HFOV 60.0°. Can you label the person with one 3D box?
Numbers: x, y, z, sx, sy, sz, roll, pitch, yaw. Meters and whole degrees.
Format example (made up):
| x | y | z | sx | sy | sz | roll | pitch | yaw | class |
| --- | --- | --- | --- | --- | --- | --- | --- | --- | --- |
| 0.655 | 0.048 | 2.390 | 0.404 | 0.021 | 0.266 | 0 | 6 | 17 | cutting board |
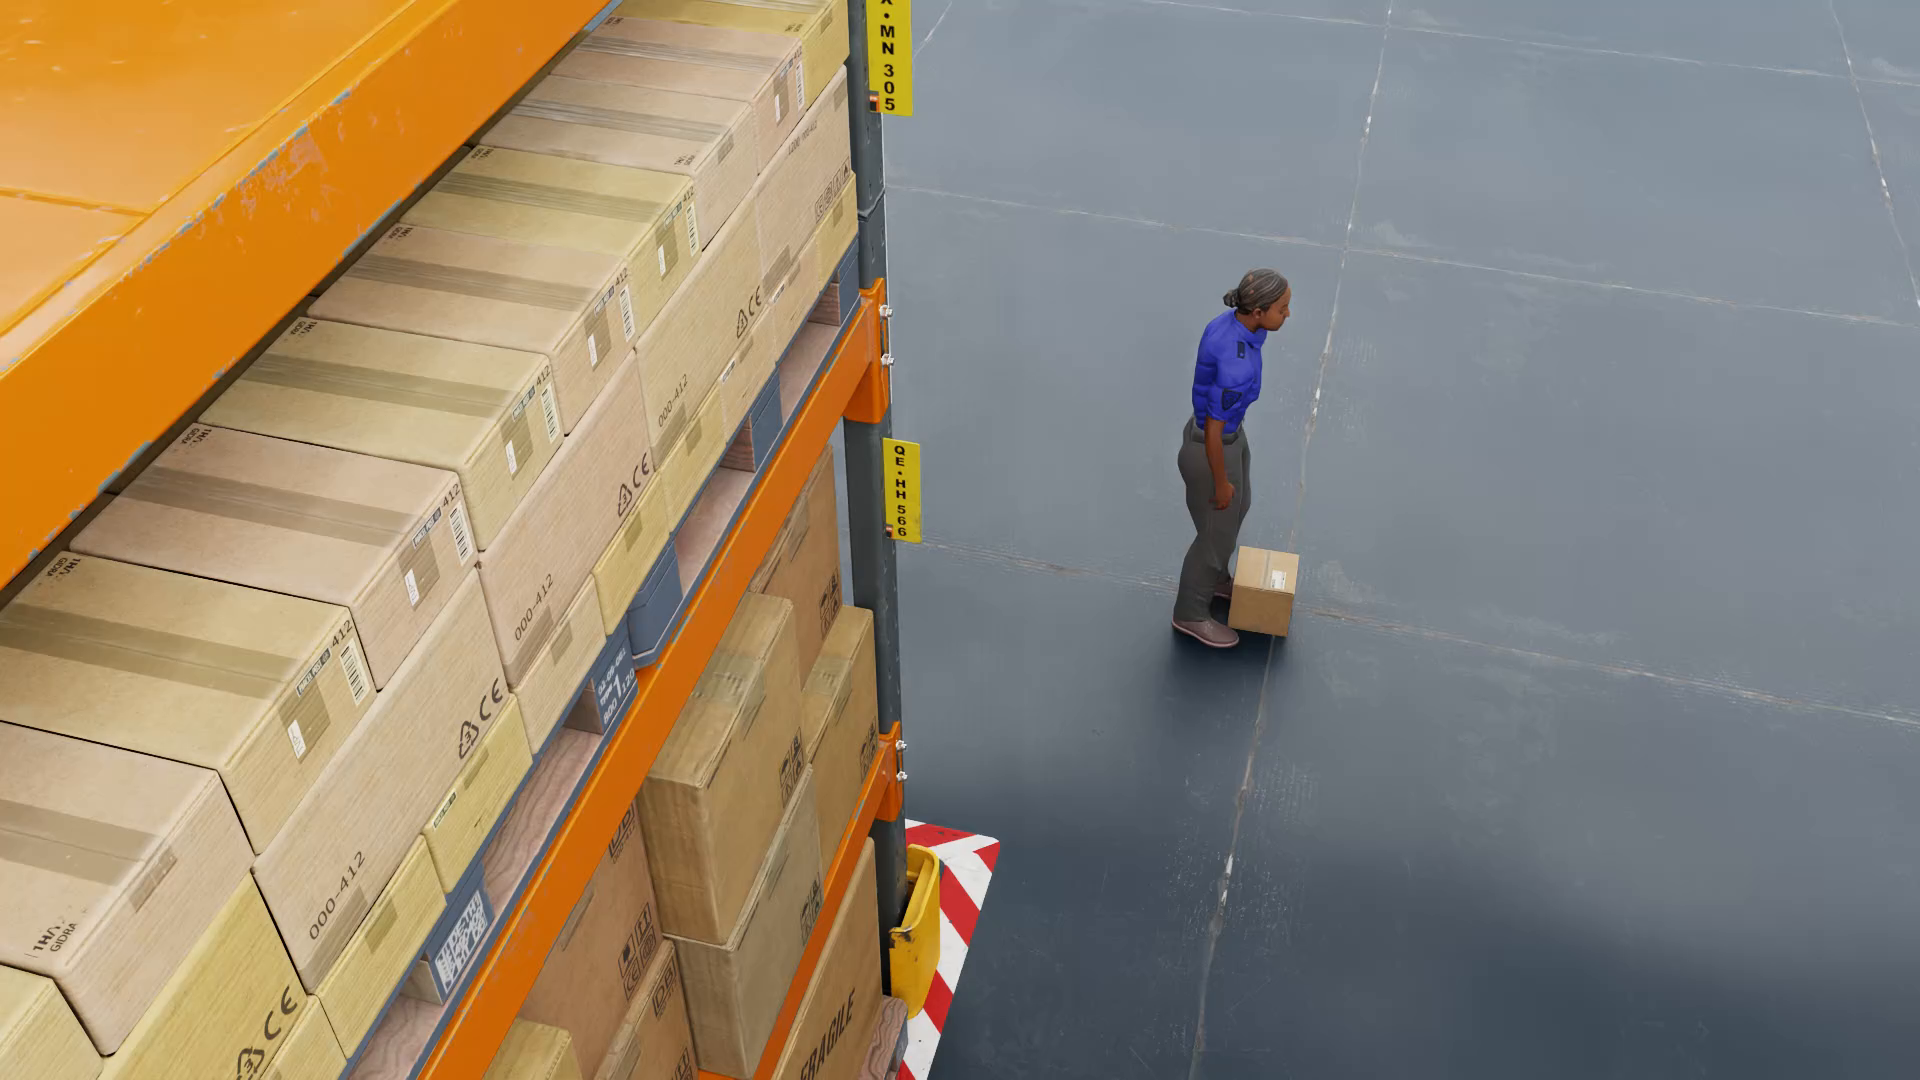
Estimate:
| x | y | z | sx | sy | sz | roll | pitch | yaw | class |
| --- | --- | --- | --- | --- | --- | --- | --- | --- | --- |
| 1.067 | -0.342 | 6.553 | 0.402 | 1.653 | 0.518 | 8 | 42 | 9 | person |
